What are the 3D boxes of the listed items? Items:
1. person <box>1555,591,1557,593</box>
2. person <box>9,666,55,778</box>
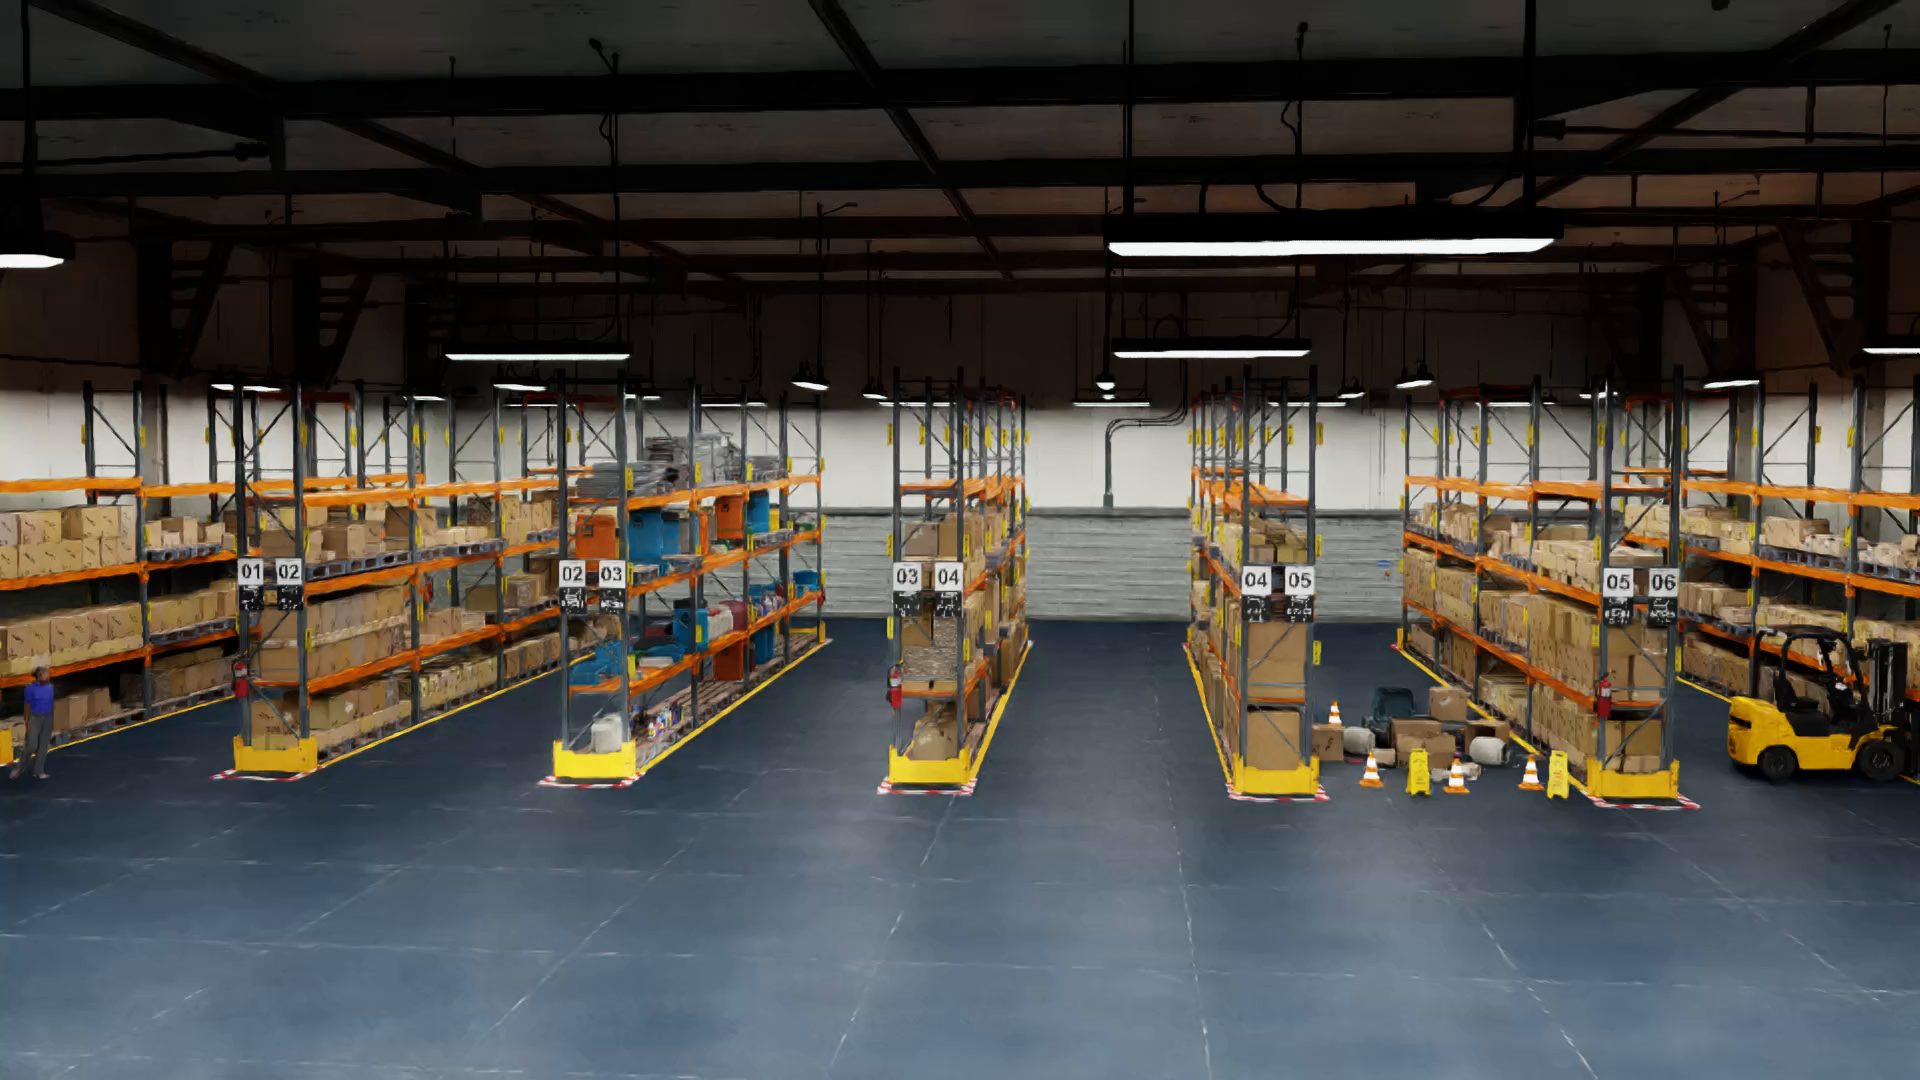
[{"bbox_3d":[13.106,1.890,37.005,0.495,1.589,1.086,0,4,8],"label":"person"},{"bbox_3d":[-13.522,2.708,24.260,0.445,1.555,0.631,2,4,31],"label":"person"}]
